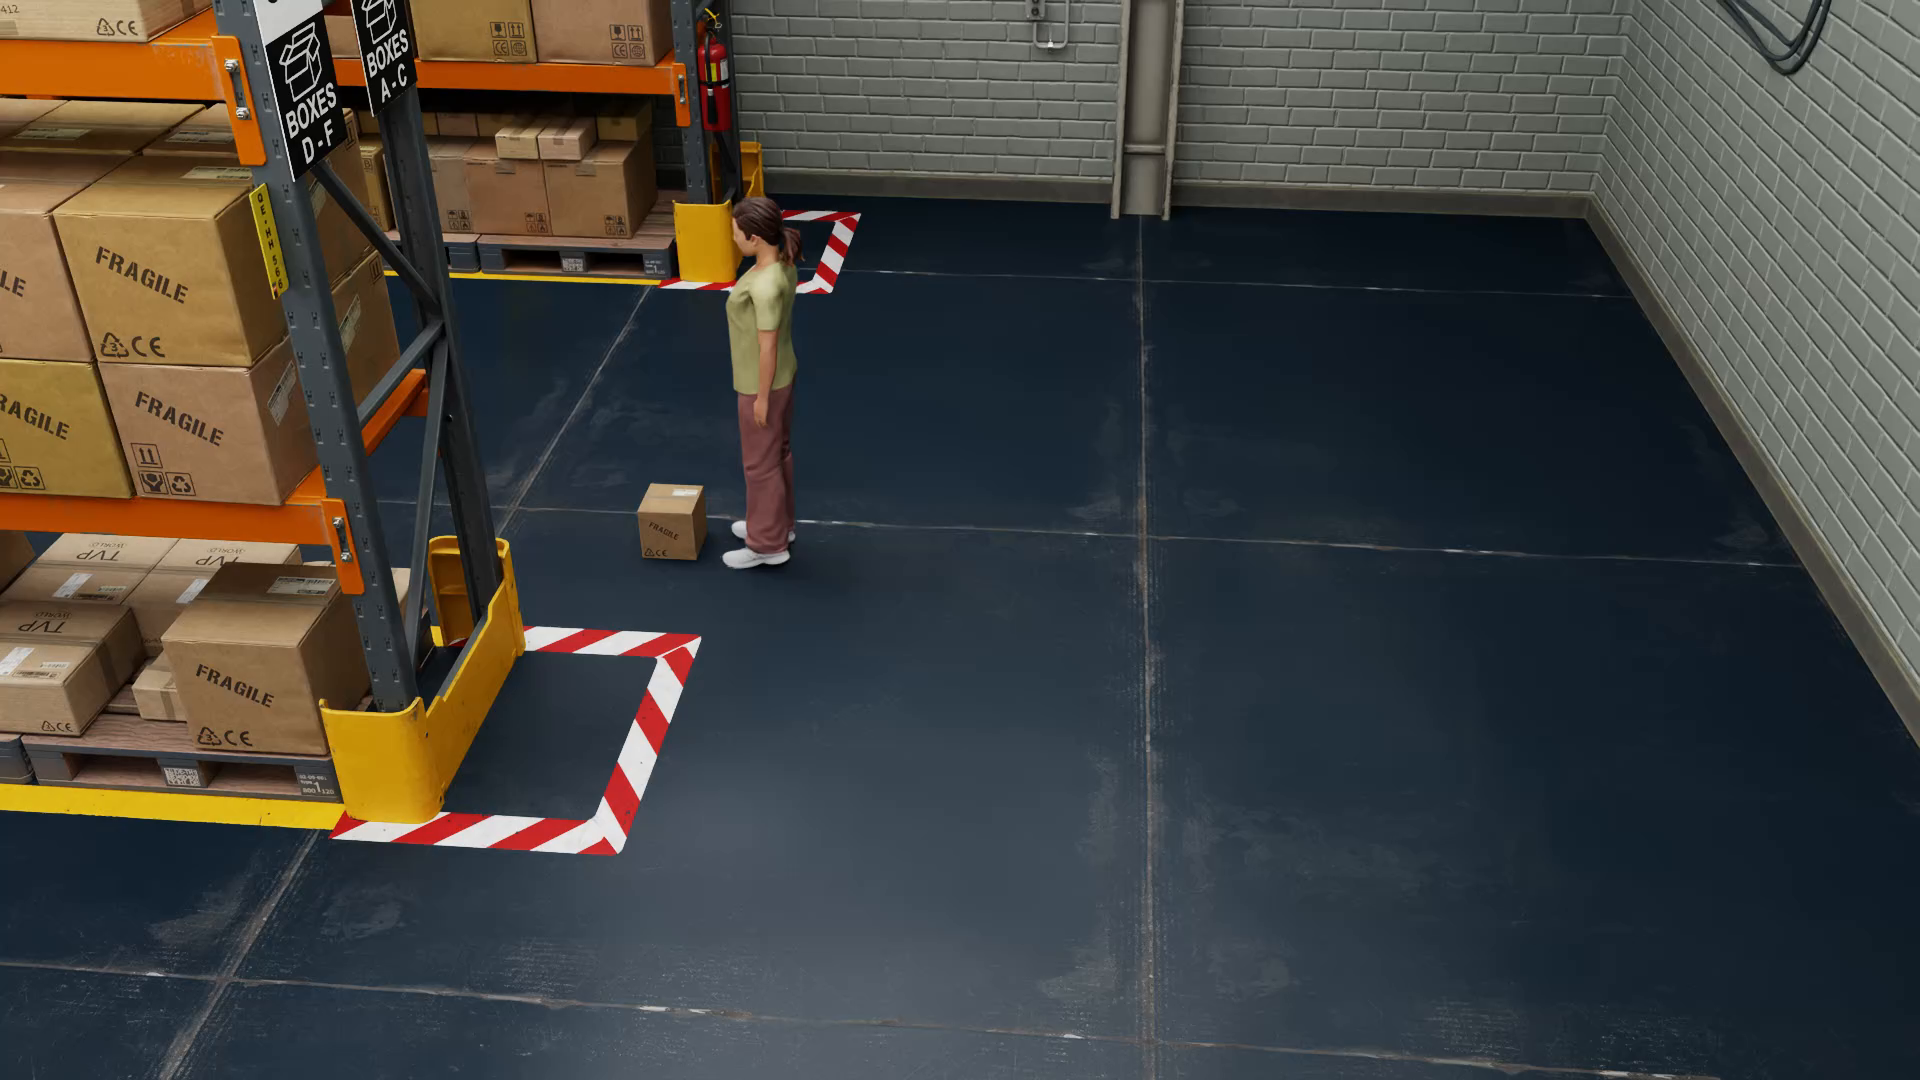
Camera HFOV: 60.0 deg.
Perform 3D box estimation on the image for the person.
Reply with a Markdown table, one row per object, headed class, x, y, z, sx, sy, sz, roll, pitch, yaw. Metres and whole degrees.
| class | x | y | z | sx | sy | sz | roll | pitch | yaw |
| --- | --- | --- | --- | --- | --- | --- | --- | --- | --- |
| person | -0.854 | -0.675 | 7.199 | 0.434 | 1.697 | 0.453 | 3 | 32 | 4 |
